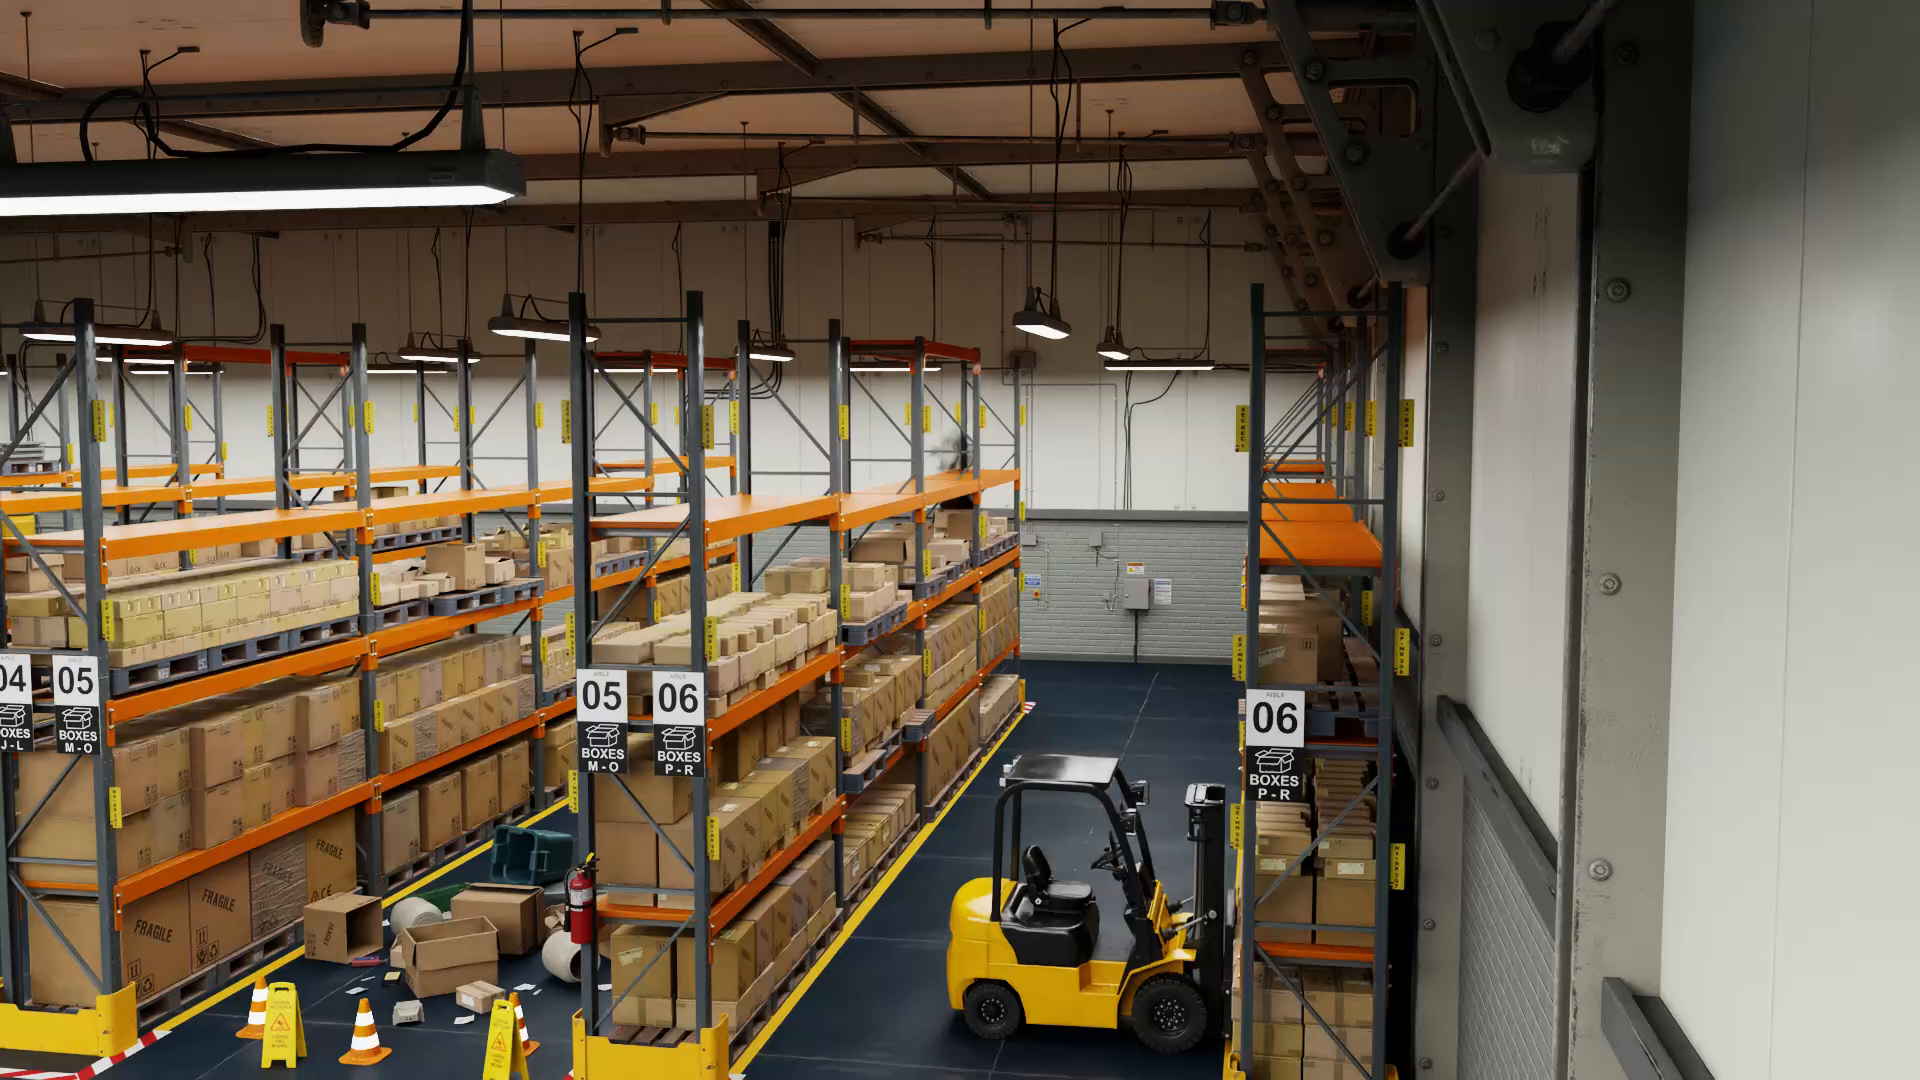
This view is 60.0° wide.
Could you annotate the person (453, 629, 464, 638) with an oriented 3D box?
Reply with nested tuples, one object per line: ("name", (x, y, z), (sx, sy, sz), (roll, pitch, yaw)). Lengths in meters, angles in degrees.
("person", (-8.041, 2.225, 26.611), (0.561, 1.607, 0.585), (0, 5, 5))
